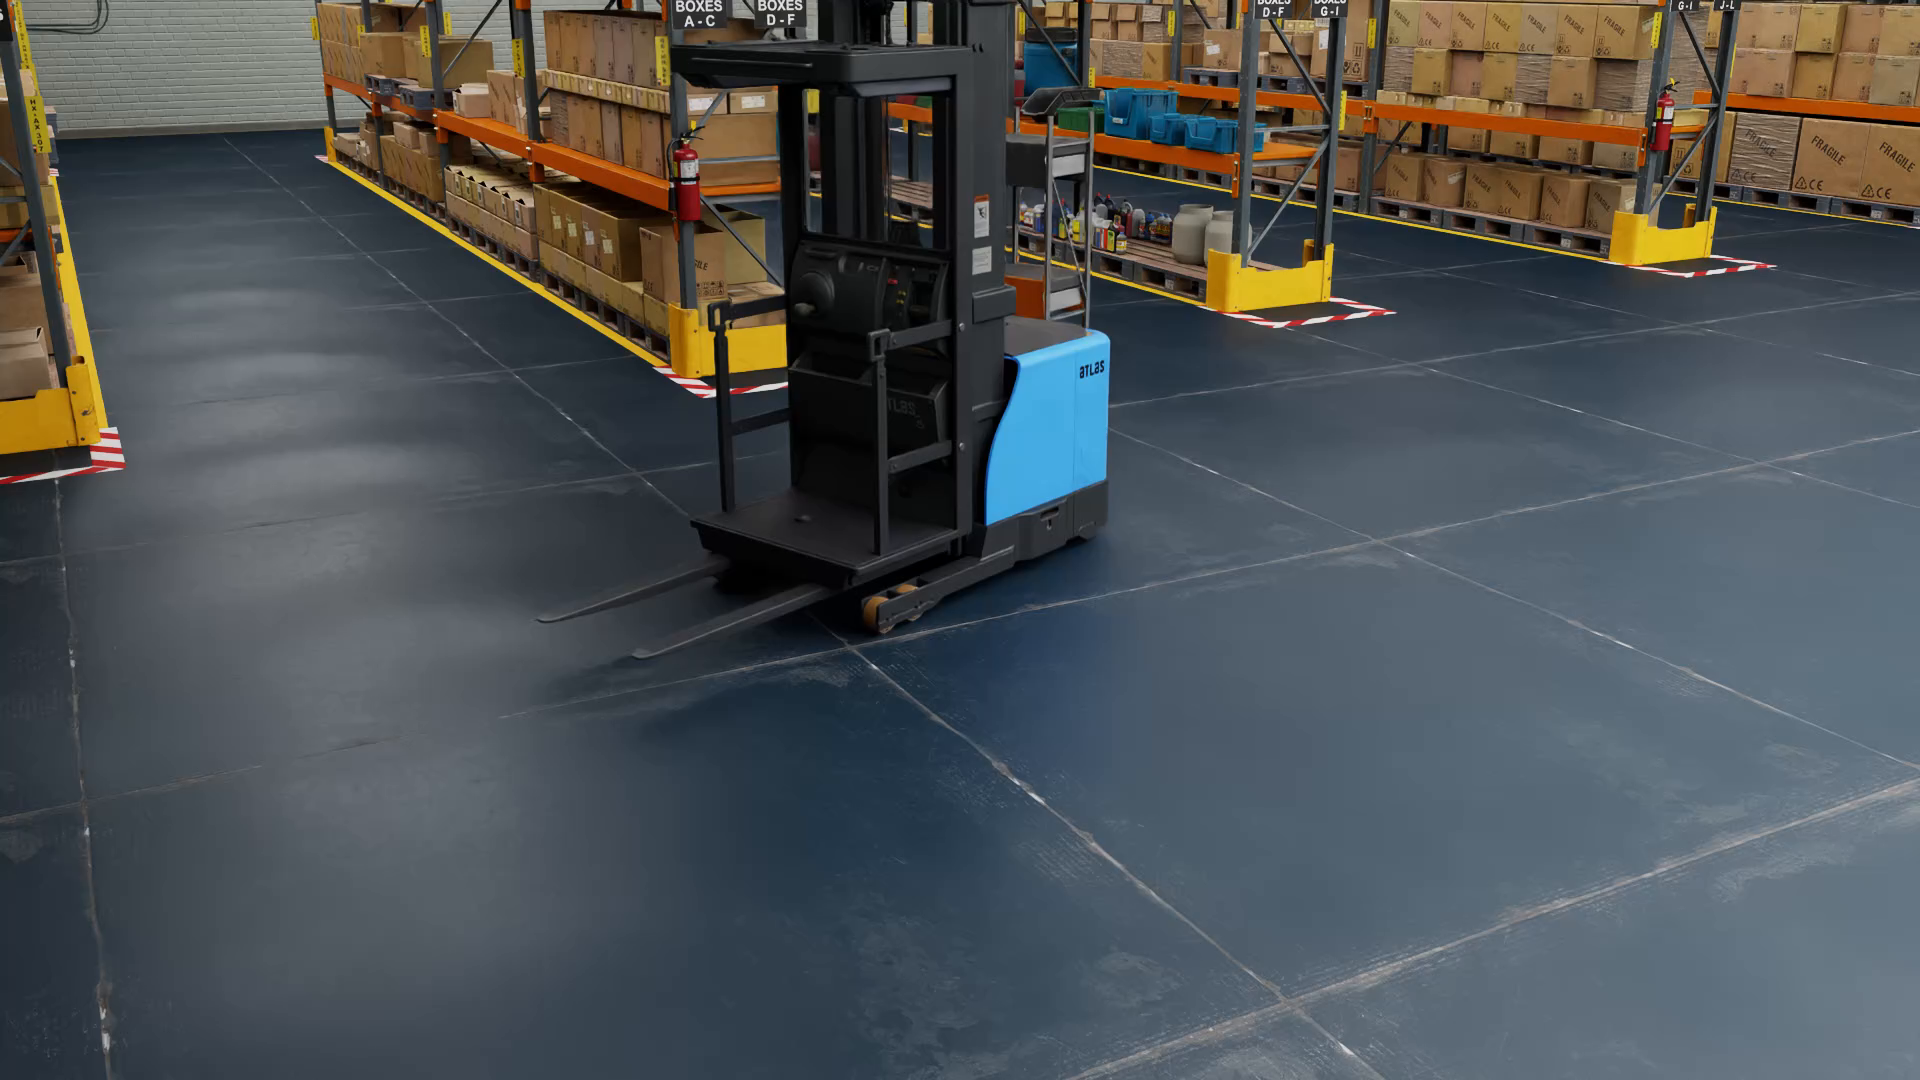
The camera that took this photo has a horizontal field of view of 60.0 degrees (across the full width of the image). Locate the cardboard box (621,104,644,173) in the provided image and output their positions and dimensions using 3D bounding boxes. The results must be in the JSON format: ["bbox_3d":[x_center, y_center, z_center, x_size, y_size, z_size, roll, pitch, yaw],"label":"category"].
[{"bbox_3d":[-2.257,-3.203,13.161,0.700,0.500,0.500,-10,21,-26],"label":"cardboard box"}]

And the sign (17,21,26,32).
[{"bbox_3d":[-11.146,-5.999,19.765,0.100,0.325,0.005,-10,21,-27],"label":"sign"}]

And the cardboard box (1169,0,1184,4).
[{"bbox_3d":[4.198,-9.938,30.692,0.500,0.500,0.500,-9,21,-25],"label":"cardboard box"}]

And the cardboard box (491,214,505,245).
[{"bbox_3d":[-4.396,-3.139,16.702,0.500,0.250,0.500,-9,21,-25],"label":"cardboard box"}]

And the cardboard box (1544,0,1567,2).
[{"bbox_3d":[10.639,-9.302,29.304,0.500,0.500,0.500,-11,22,-28],"label":"cardboard box"}]

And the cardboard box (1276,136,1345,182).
[{"bbox_3d":[4.510,-4.914,21.431,0.700,0.500,0.500,-12,22,-31],"label":"cardboard box"}]

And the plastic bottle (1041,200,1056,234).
[{"bbox_3d":[0.917,-3.300,16.983,0.144,0.351,0.185,-9,21,-25],"label":"plastic bottle"}]

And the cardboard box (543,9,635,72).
[{"bbox_3d":[-3.246,-4.408,14.666,0.700,0.500,0.500,-10,21,-26],"label":"cardboard box"}]

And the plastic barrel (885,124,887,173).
[{"bbox_3d":[-1.248,-5.099,21.493,0.600,0.830,0.708,-10,21,-27],"label":"plastic barrel"}]

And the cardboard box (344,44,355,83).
[{"bbox_3d":[-8.216,-6.617,23.055,0.500,0.500,0.500,-9,21,-25],"label":"cardboard box"}]

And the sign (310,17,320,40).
[{"bbox_3d":[-9.638,-7.644,24.858,0.100,0.325,0.005,-10,21,-27],"label":"sign"}]

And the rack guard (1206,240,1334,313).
[{"bbox_3d":[2.721,-2.325,14.603,1.175,0.500,0.348,-10,21,-27],"label":"rack guard"}]

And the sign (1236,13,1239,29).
[{"bbox_3d":[3.832,-7.152,23.107,0.100,0.325,0.005,-10,21,-27],"label":"sign"}]

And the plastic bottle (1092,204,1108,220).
[{"bbox_3d":[1.431,-3.335,17.200,0.152,0.276,0.135,-10,21,-27],"label":"plastic bottle"}]

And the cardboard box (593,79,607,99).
[{"bbox_3d":[-2.766,-3.677,13.541,0.380,0.149,0.250,-10,21,-27],"label":"cardboard box"}]

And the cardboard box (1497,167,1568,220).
[{"bbox_3d":[6.281,-3.807,18.254,0.500,0.500,0.500,-8,21,-22],"label":"cardboard box"}]

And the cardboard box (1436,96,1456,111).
[{"bbox_3d":[5.555,-4.891,18.591,0.380,0.149,0.250,-10,21,-27],"label":"cardboard box"}]

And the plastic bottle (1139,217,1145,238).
[{"bbox_3d":[1.857,-3.161,16.808,0.097,0.201,0.097,0,19,0],"label":"plastic bottle"}]

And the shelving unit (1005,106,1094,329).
[{"bbox_3d":[0.381,-1.249,9.032,0.503,2.100,0.431,15,24,36],"label":"shelving unit"}]

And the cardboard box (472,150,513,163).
[{"bbox_3d":[-5.579,-4.373,19.864,0.500,0.500,0.500,-11,22,-29],"label":"cardboard box"}]

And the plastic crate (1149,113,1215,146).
[{"bbox_3d":[1.994,-3.706,15.002,0.499,0.251,0.408,-10,21,-27],"label":"plastic crate"}]

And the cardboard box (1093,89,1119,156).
[{"bbox_3d":[2.633,-6.208,24.638,1.225,0.875,0.875,-10,21,-26],"label":"cardboard box"}]

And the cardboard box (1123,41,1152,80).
[{"bbox_3d":[2.675,-6.850,23.732,0.500,0.500,0.500,-10,22,-27],"label":"cardboard box"}]

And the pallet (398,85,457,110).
[{"bbox_3d":[-5.745,-5.115,19.152,1.213,0.211,1.003,-10,21,-27],"label":"pallet"}]

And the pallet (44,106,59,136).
[{"bbox_3d":[-9.287,-3.975,15.847,1.213,0.211,1.003,-10,21,-27],"label":"pallet"}]

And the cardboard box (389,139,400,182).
[{"bbox_3d":[-6.982,-4.869,21.301,0.500,0.500,0.500,-10,21,-26],"label":"cardboard box"}]

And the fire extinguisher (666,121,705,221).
[{"bbox_3d":[-1.915,-2.583,11.638,0.296,0.674,0.183,-10,21,-27],"label":"fire extinguisher"}]

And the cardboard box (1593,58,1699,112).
[{"bbox_3d":[6.921,-4.609,16.781,0.875,0.500,0.500,-10,21,-27],"label":"cardboard box"}]

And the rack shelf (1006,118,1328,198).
[{"bbox_3d":[1.849,-3.726,15.934,1.077,0.370,4.000,-10,21,-27],"label":"rack shelf"}]

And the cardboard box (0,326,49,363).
[{"bbox_3d":[-6.440,-1.271,11.163,0.500,0.311,0.500,-8,21,-22],"label":"cardboard box"}]

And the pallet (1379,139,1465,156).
[{"bbox_3d":[7.402,-6.201,26.280,1.003,0.211,1.213,-10,21,-27],"label":"pallet"}]

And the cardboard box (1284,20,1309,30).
[{"bbox_3d":[5.655,-8.620,27.843,0.380,0.149,0.250,-9,21,-24],"label":"cardboard box"}]

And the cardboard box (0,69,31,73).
[{"bbox_3d":[-7.323,-3.311,12.678,0.500,0.500,0.500,-10,21,-27],"label":"cardboard box"}]

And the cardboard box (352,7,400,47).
[{"bbox_3d":[-7.729,-6.796,22.041,0.500,0.500,0.500,-10,21,-26],"label":"cardboard box"}]

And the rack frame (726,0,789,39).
[{"bbox_3d":[-2.900,-6.937,24.136,1.000,3.000,0.127,-10,21,-27],"label":"rack frame"}]

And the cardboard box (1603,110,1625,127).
[{"bbox_3d":[6.722,-4.262,16.770,0.380,0.149,0.250,-10,21,-27],"label":"cardboard box"}]

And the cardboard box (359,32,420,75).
[{"bbox_3d":[-7.233,-6.246,21.336,0.500,0.500,0.700,16,25,39],"label":"cardboard box"}]

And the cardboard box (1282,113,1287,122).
[{"bbox_3d":[5.856,-7.525,29.567,0.380,0.149,0.250,-9,21,-25],"label":"cardboard box"}]

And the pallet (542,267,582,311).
[{"bbox_3d":[-3.121,-2.321,15.035,1.003,0.211,1.213,-10,21,-27],"label":"pallet"}]

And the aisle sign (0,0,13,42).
[{"bbox_3d":[-5.622,-3.212,9.356,0.394,0.787,0.004,-10,21,-27],"label":"aisle sign"}]

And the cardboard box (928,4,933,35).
[{"bbox_3d":[-0.212,-8.953,28.604,0.500,0.500,0.500,-11,22,-28],"label":"cardboard box"}]

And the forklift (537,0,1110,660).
[{"bbox_3d":[-0.556,-1.152,7.478,1.130,2.935,3.031,15,24,37],"label":"forklift"}]

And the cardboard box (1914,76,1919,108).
[{"bbox_3d":[11.355,-5.169,18.782,0.875,0.550,0.550,-10,21,-27],"label":"cardboard box"}]

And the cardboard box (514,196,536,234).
[{"bbox_3d":[-3.906,-3.110,15.757,0.500,0.311,0.500,-10,21,-27],"label":"cardboard box"}]

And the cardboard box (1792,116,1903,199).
[{"bbox_3d":[10.771,-4.629,20.062,0.875,0.875,0.875,-10,22,-28],"label":"cardboard box"}]

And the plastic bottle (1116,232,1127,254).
[{"bbox_3d":[1.541,-2.837,15.869,0.097,0.201,0.097,0,19,0],"label":"plastic bottle"}]

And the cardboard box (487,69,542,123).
[{"bbox_3d":[-4.550,-4.591,17.183,0.500,0.500,0.500,-11,22,-30],"label":"cardboard box"}]

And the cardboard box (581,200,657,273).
[{"bbox_3d":[-2.803,-2.515,13.745,0.500,0.500,0.500,-10,21,-27],"label":"cardboard box"}]

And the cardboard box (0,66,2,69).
[{"bbox_3d":[-8.290,-3.674,13.852,0.700,0.500,0.500,-8,20,-21],"label":"cardboard box"}]

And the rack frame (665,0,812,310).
[{"bbox_3d":[-1.562,-2.726,11.932,1.000,3.000,0.127,-10,21,-27],"label":"rack frame"}]

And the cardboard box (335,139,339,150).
[{"bbox_3d":[-9.145,-5.942,24.923,0.380,0.166,0.250,-10,21,-27],"label":"cardboard box"}]

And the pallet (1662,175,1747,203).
[{"bbox_3d":[9.963,-4.598,21.633,1.003,0.211,1.213,-10,21,-27],"label":"pallet"}]

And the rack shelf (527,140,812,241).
[{"bbox_3d":[-2.512,-2.960,13.714,1.077,0.370,4.000,-10,21,-27],"label":"rack shelf"}]

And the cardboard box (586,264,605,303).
[{"bbox_3d":[-2.800,-2.162,13.868,0.500,0.250,0.500,-10,21,-27],"label":"cardboard box"}]

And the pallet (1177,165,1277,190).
[{"bbox_3d":[3.728,-5.013,22.836,1.003,0.211,1.213,-10,21,-27],"label":"pallet"}]
